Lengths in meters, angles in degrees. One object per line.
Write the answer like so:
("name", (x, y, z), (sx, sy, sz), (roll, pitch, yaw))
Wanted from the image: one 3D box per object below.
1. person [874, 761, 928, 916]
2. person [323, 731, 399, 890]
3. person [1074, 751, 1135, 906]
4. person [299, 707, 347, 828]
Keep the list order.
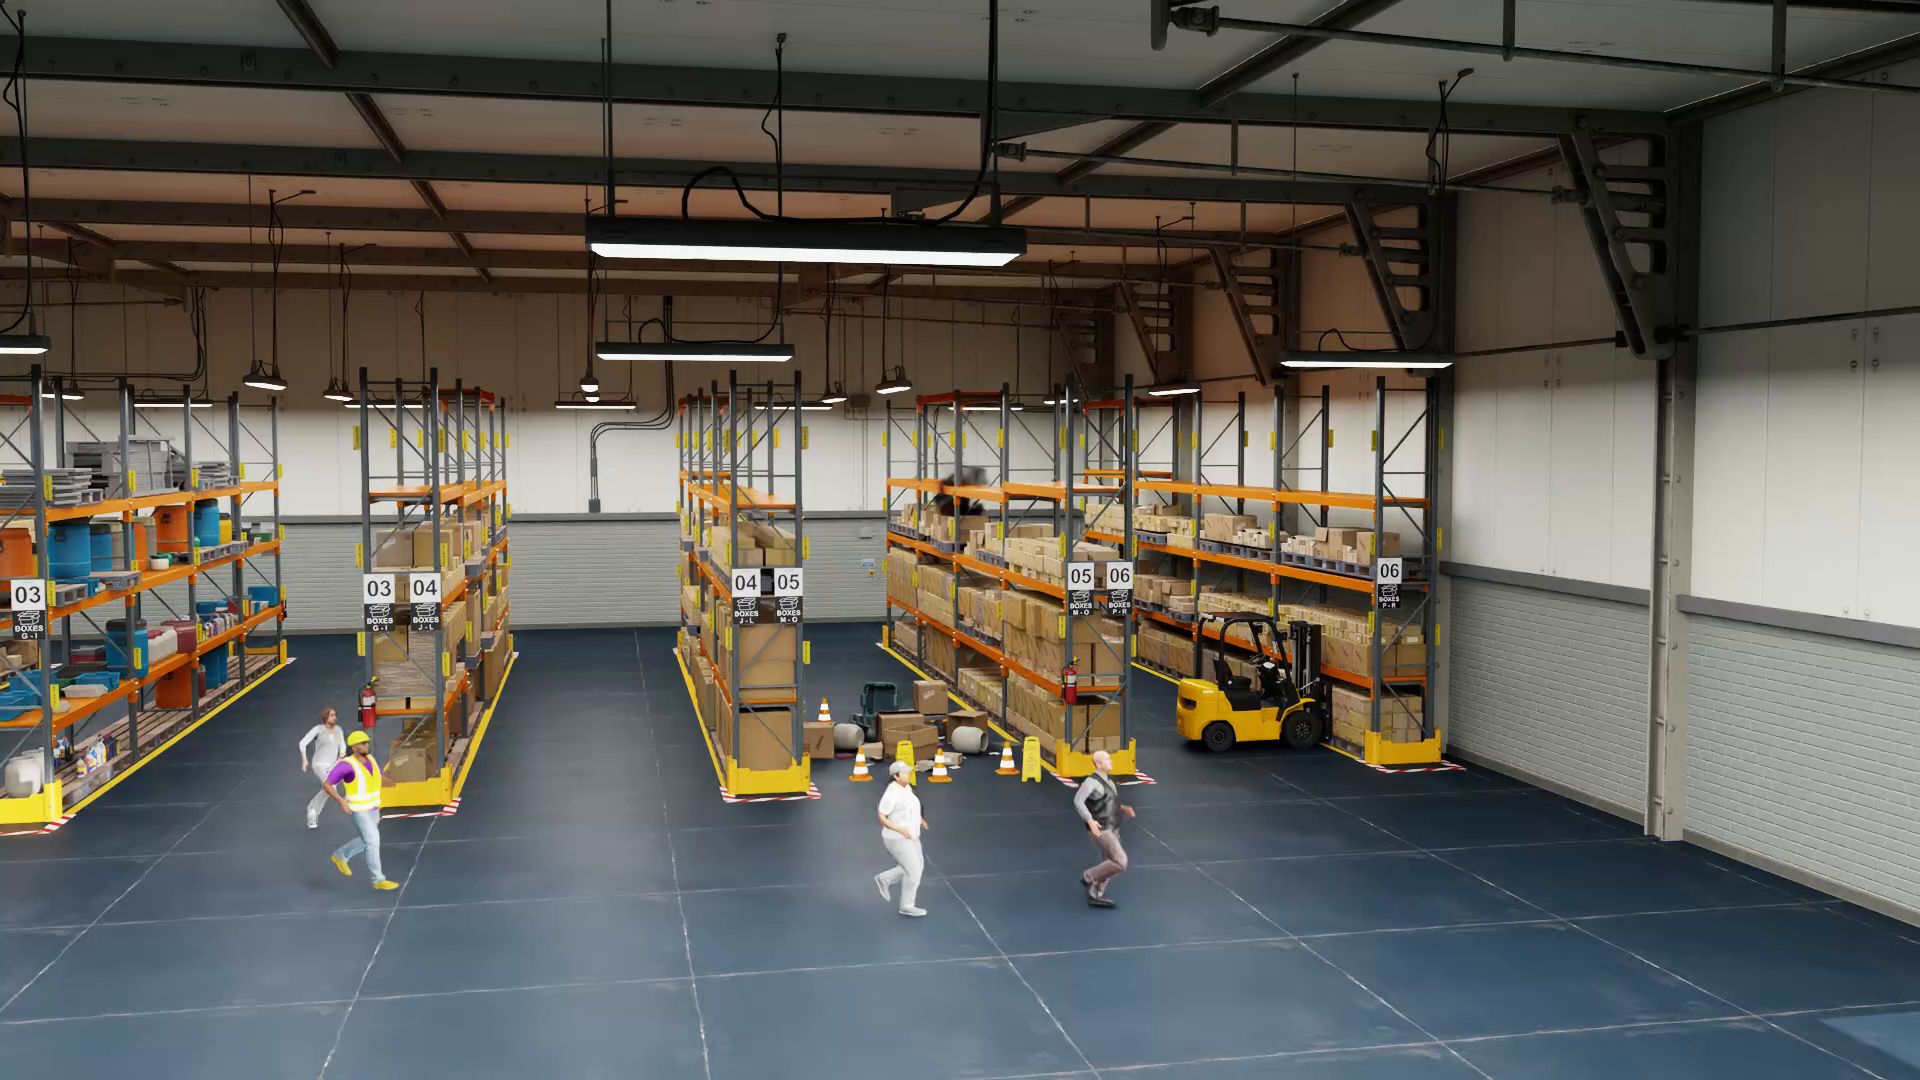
("person", (-0.654, 3.143, 17.603), (0.652, 1.619, 0.611), (1, 4, 22))
("person", (-6.688, 3.004, 18.592), (0.963, 1.747, 0.710), (1, 4, 18))
("person", (1.585, 3.100, 17.821), (0.575, 1.679, 0.657), (2, 4, 26))
("person", (-8.187, 2.954, 21.538), (0.536, 1.515, 0.550), (3, 4, 40))
